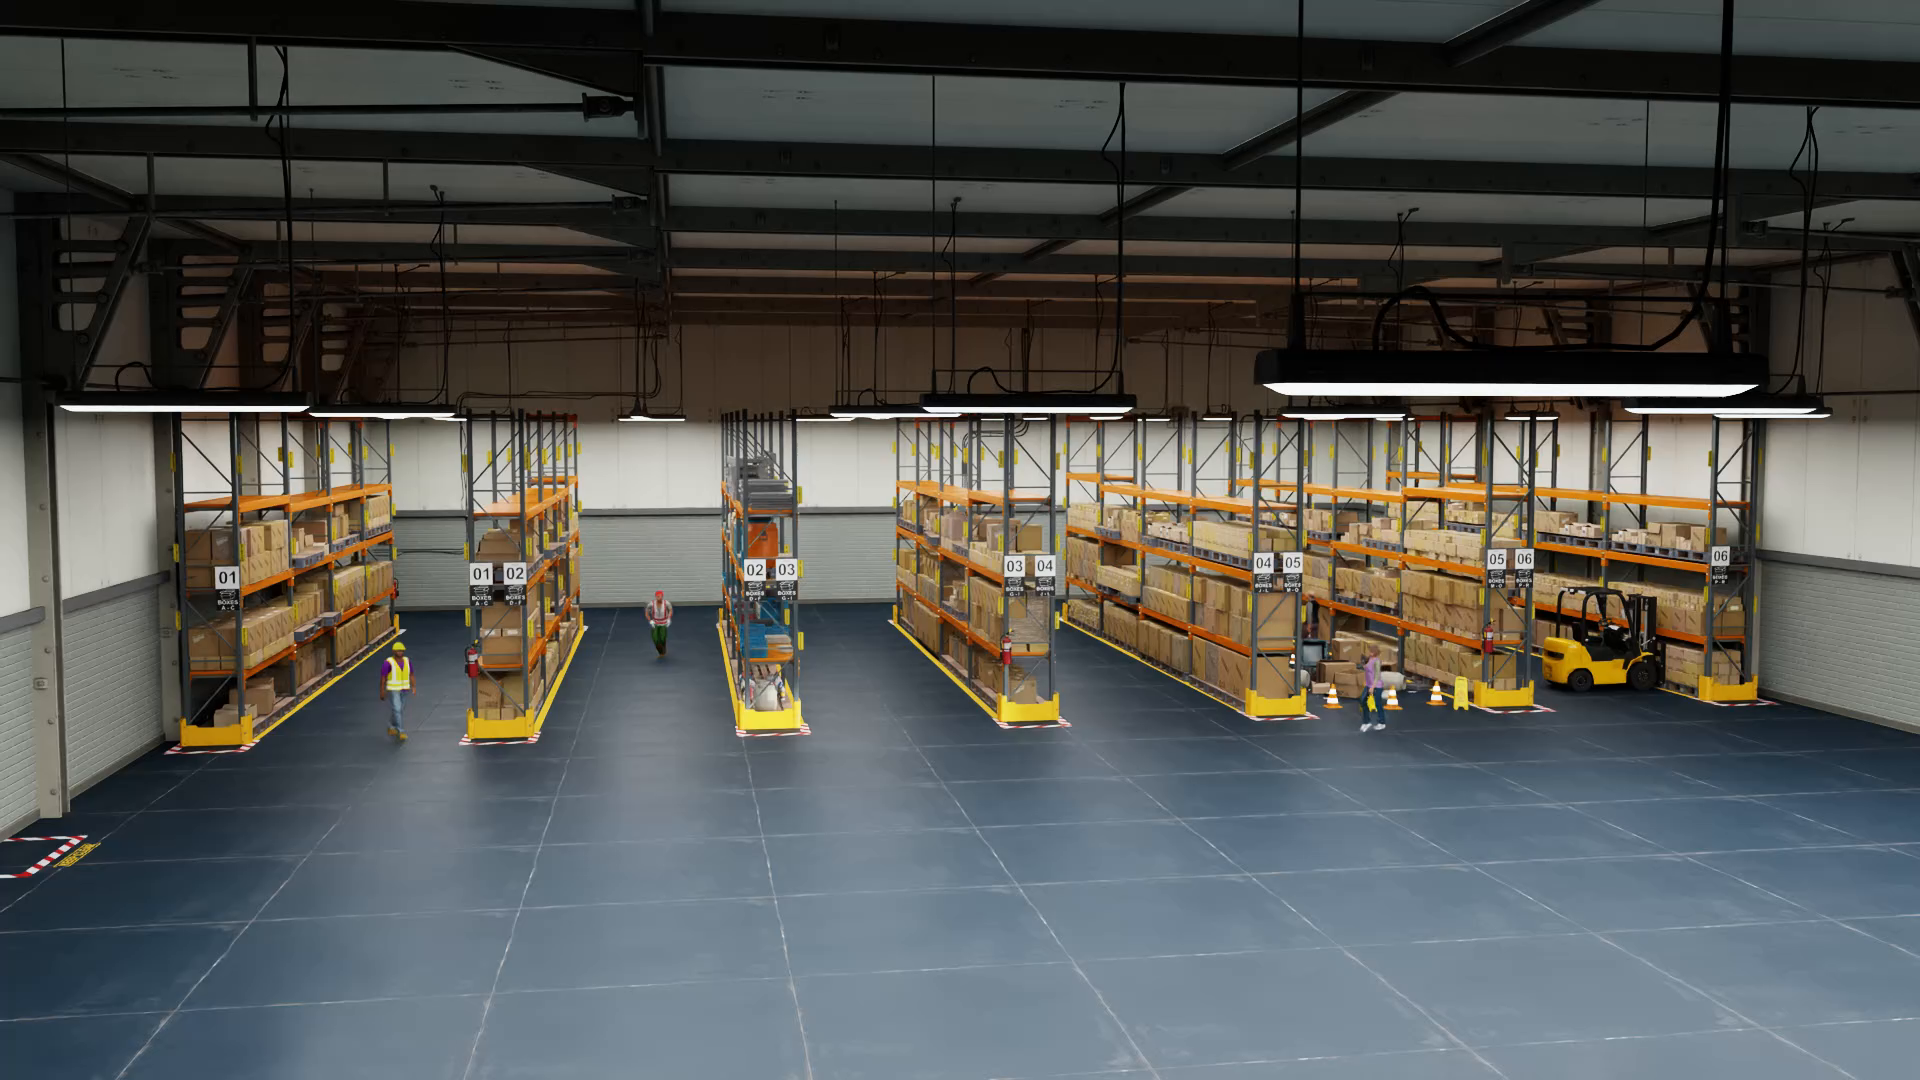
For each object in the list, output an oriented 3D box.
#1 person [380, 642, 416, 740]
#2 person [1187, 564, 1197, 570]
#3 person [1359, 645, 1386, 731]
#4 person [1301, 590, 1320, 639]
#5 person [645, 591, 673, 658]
[{"bbox_3d":[-10.184,2.724,30.279,0.957,1.718,0.604,3,5,37],"label":"person"},{"bbox_3d":[7.479,1.185,53.521,0.432,1.573,0.455,-1,4,-18],"label":"person"},{"bbox_3d":[7.738,2.779,31.016,0.492,1.654,0.404,-2,5,-28],"label":"person"},{"bbox_3d":[8.477,2.095,39.995,0.524,1.757,0.557,-2,4,-26],"label":"person"},{"bbox_3d":[-7.352,2.056,40.574,0.629,1.687,0.619,0,4,1],"label":"person"}]
